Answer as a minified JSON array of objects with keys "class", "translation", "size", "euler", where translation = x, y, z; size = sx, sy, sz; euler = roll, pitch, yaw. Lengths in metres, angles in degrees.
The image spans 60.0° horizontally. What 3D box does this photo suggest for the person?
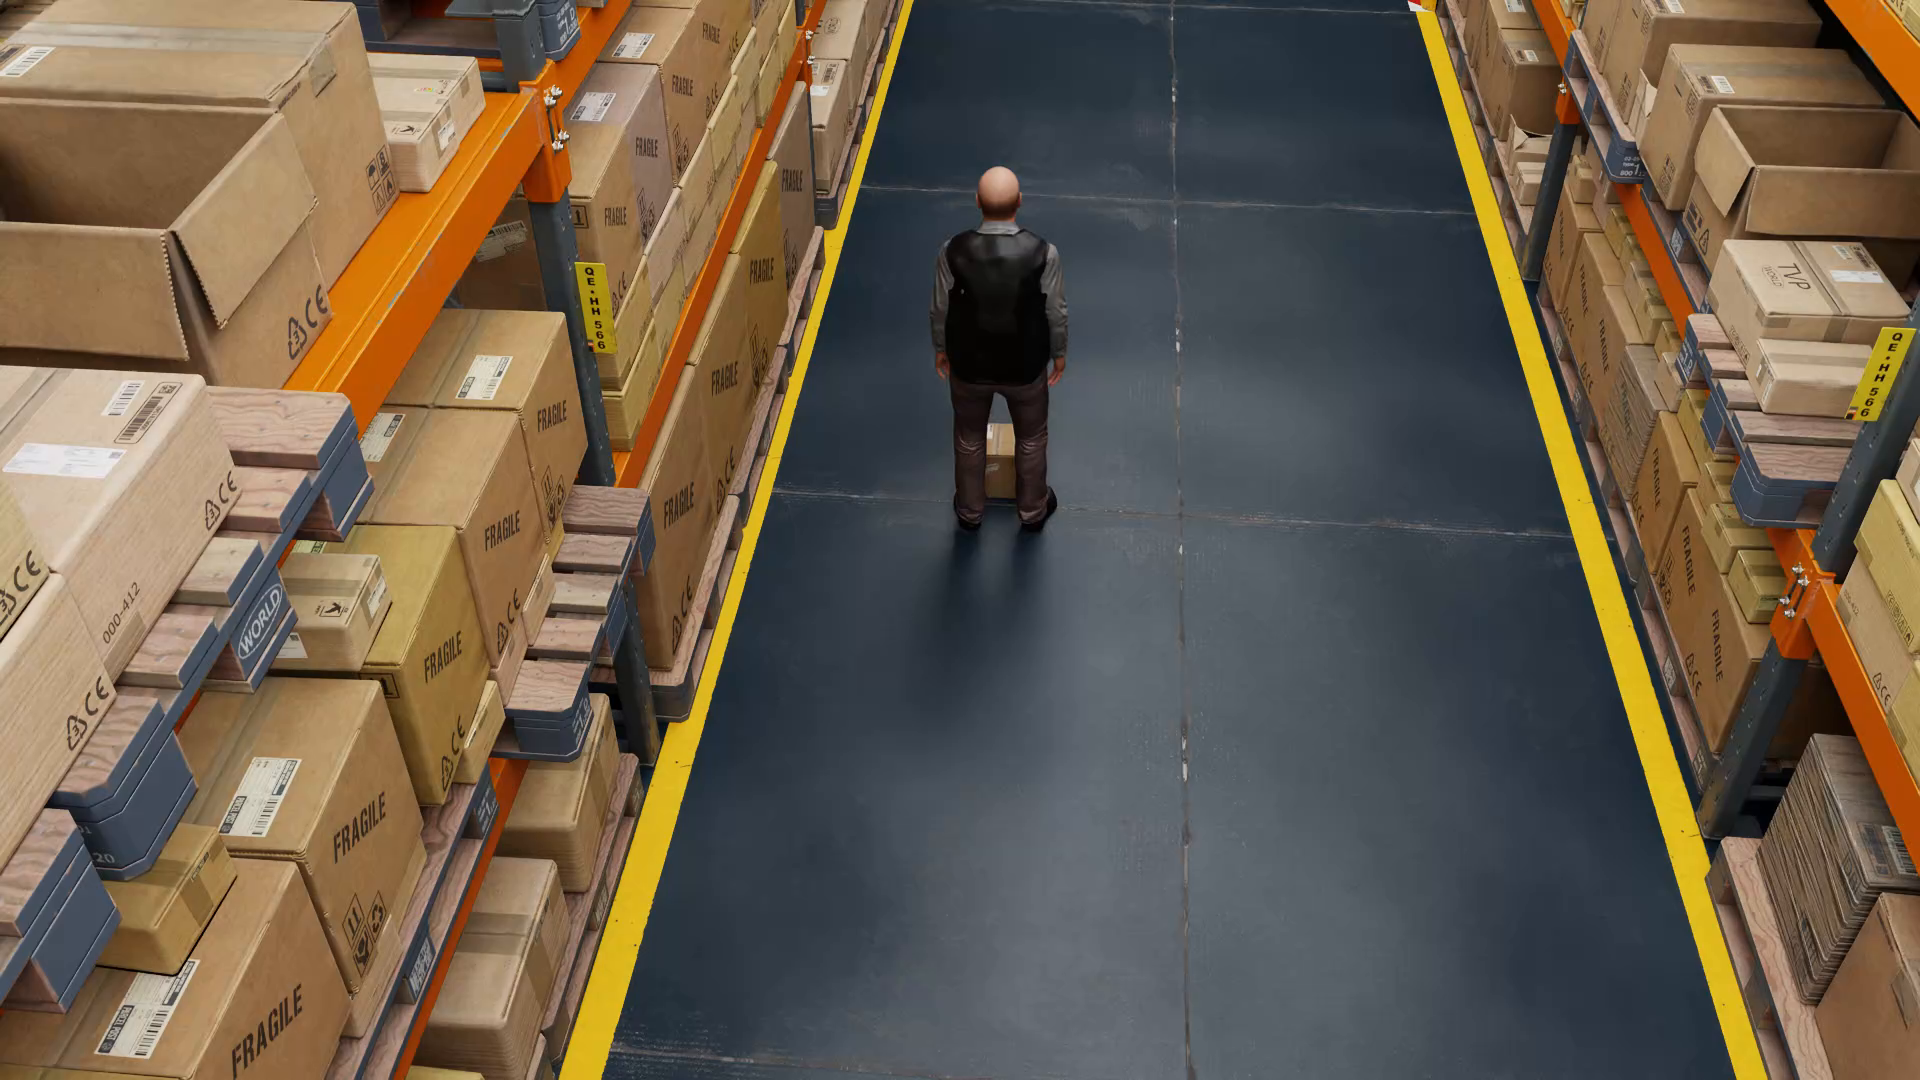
[{"class":"person","translation":[0.165,-0.757,7.083],"size":[0.581,1.721,0.420],"euler":[3,40,4]}]
